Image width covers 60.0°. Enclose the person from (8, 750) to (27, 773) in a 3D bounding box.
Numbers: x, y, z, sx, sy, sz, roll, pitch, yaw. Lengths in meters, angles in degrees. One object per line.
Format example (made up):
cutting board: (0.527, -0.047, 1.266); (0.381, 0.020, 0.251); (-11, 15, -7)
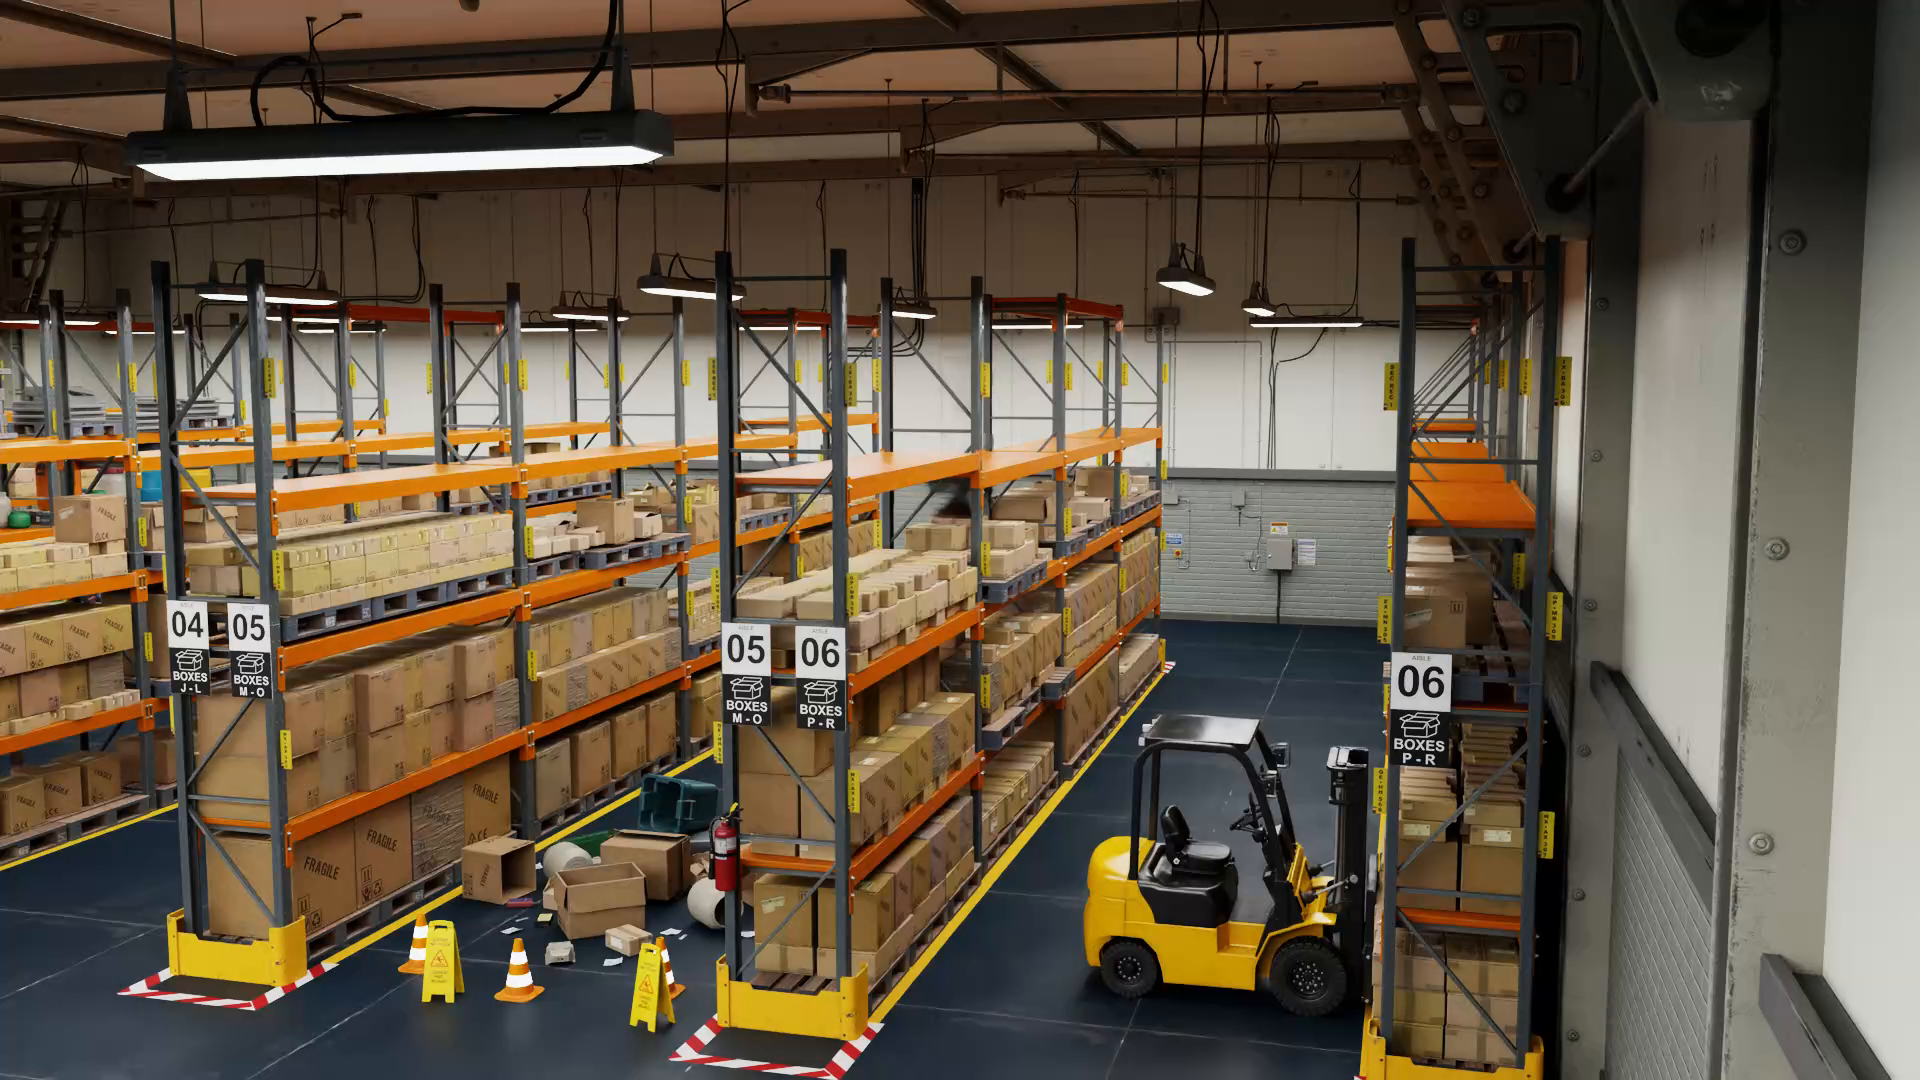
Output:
person: (-11.871, 2.174, 20.542); (0.599, 1.695, 0.819); (1, 6, 11)
